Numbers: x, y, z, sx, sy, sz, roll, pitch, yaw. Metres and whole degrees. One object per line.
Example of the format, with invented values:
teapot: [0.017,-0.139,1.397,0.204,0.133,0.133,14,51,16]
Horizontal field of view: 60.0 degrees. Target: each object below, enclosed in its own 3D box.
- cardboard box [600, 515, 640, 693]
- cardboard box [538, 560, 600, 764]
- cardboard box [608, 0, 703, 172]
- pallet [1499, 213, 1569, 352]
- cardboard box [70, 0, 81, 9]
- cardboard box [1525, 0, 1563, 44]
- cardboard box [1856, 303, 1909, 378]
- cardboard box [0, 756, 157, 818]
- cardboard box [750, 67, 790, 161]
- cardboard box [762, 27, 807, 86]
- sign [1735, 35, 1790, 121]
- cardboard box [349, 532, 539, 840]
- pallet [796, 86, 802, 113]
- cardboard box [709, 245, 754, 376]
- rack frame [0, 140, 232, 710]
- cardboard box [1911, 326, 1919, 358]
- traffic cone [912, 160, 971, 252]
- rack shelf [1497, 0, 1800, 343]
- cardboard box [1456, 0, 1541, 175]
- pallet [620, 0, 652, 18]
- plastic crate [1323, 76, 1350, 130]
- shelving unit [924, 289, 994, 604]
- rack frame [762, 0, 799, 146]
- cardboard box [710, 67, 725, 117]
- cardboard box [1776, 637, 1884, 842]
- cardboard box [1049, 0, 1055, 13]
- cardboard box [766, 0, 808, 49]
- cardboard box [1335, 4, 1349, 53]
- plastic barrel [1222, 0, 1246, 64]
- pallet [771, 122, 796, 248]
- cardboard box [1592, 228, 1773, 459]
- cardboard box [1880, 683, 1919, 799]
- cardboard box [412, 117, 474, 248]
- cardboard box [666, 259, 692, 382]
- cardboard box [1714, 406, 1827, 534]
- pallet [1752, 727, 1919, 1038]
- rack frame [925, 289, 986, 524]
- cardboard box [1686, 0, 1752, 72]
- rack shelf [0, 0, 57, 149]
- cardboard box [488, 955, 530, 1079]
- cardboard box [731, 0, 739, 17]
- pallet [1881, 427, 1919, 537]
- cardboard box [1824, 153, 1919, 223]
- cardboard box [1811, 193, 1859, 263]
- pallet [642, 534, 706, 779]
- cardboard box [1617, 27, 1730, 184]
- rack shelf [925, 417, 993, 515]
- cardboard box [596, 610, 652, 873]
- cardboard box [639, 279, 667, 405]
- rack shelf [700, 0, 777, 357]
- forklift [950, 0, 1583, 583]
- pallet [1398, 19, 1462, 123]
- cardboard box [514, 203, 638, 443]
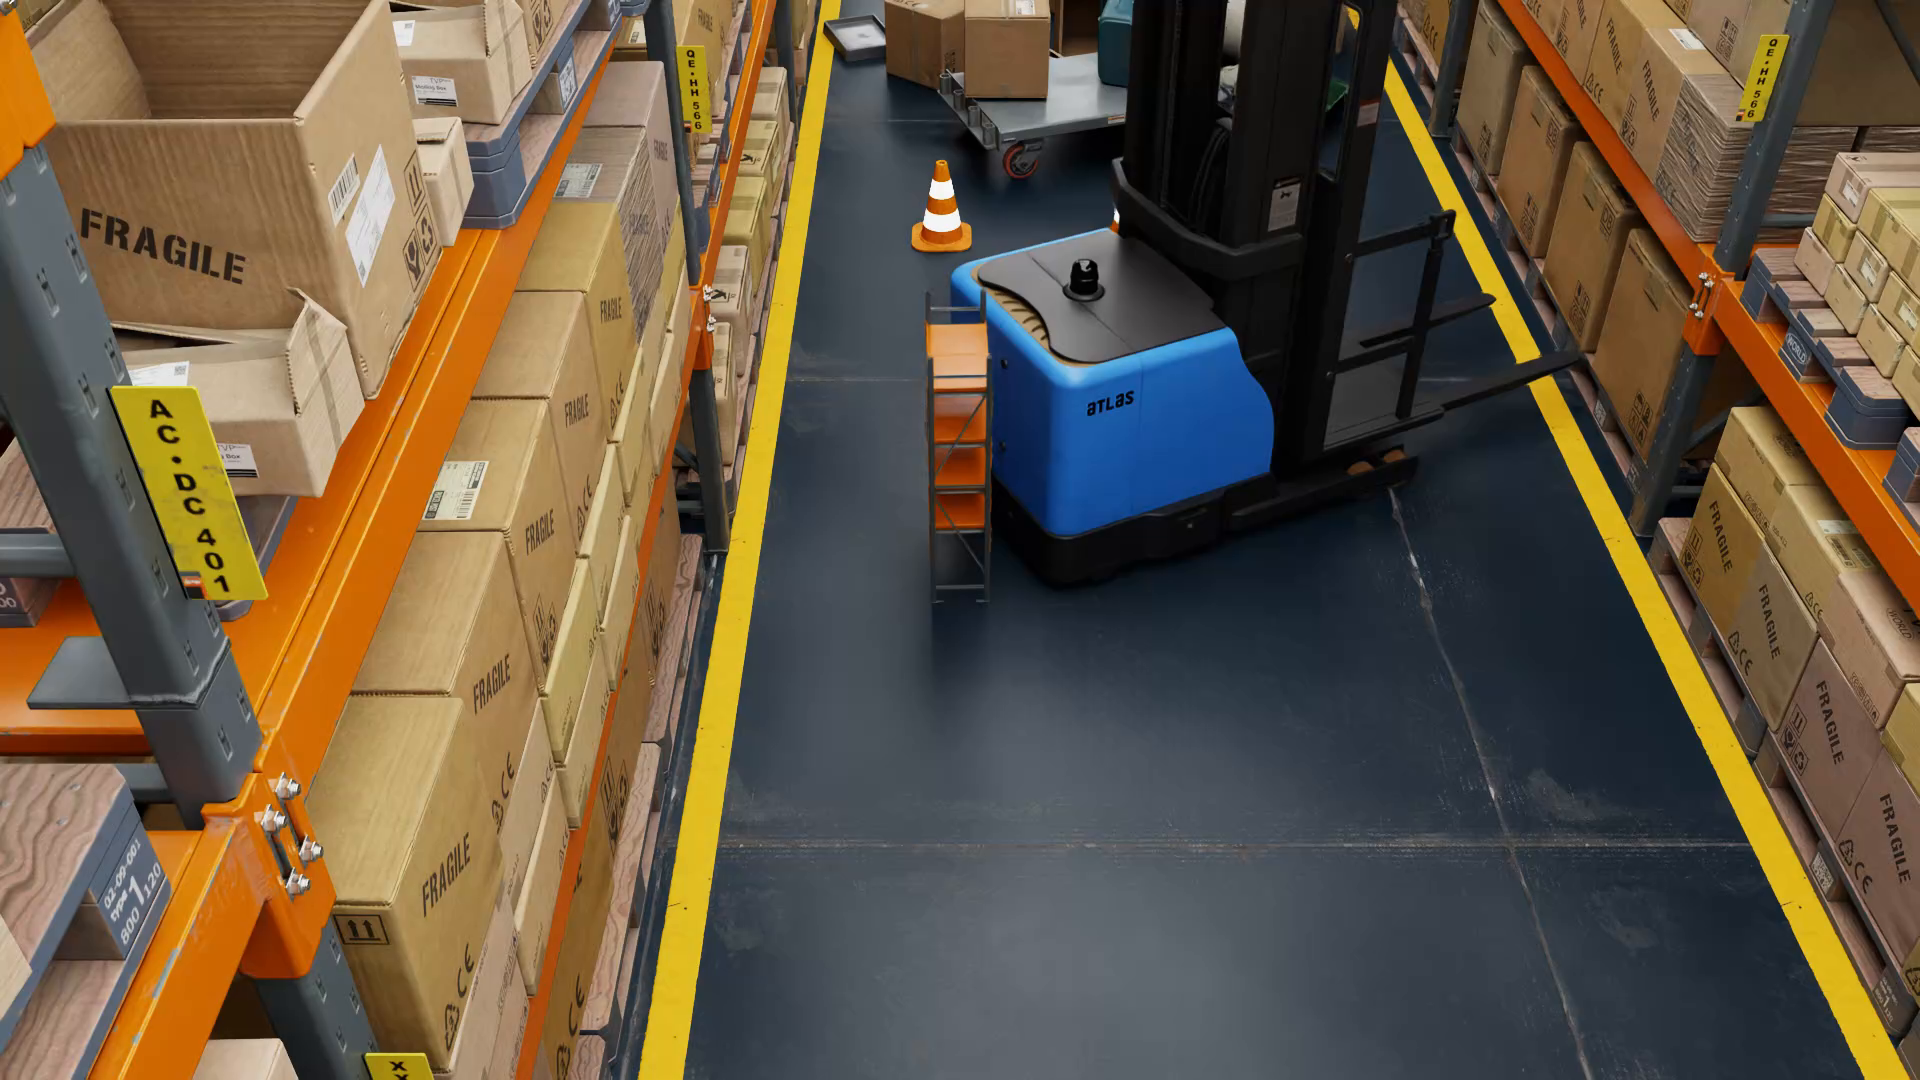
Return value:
cardboard box: [-1.210,0.180,4.747,0.500,0.250,0.500,-1,39,-1]
cardboard box: [-1.217,0.300,4.198,0.500,0.250,0.500,0,39,1]
cardboard box: [-1.270,-1.749,6.380,0.500,0.500,0.500,-1,39,-1]
pallet: [3.525,-1.381,8.804,1.003,0.211,1.213,0,39,0]
cardboard box: [-6.170,-3.676,11.302,0.500,0.250,0.500,1,39,1]
cardboard box: [3.176,-2.798,8.263,0.500,0.500,0.500,0,39,0]
cardboard box: [3.249,-0.664,5.546,0.380,0.149,0.250,2,39,2]
cardboard box: [-1.747,0.645,3.167,0.500,0.500,0.500,1,39,1]
cardboard box: [-1.502,-2.460,9.687,0.950,0.372,0.625,0,39,1]
cardboard box: [-1.236,-3.110,10.595,0.500,0.250,0.500,-2,39,-2]
sign: [2.894,-1.664,6.002,0.100,0.325,0.005,0,39,0]
cardboard box: [-1.237,0.330,3.560,0.500,0.500,0.500,0,39,0]
pallet: [-1.541,-2.981,10.802,1.003,0.211,1.213,0,39,0]
cardboard box: [-1.500,-1.102,7.991,0.950,0.372,0.625,-1,39,-1]
rack frame: [-1.496,-0.988,1.287,1.000,3.000,0.127,0,39,0]
cardboard box: [3.256,-0.600,5.228,0.380,0.149,0.250,0,39,0]
traffic cone: [-0.104,-1.885,9.233,0.336,0.463,0.334,0,39,0]
rack shelf: [3.447,-2.185,8.153,1.077,0.370,4.000,0,39,0]
cardboard box: [3.536,-2.614,9.577,1.050,0.750,0.750,0,39,0]
pallet: [-1.447,-1.842,4.903,1.213,0.211,1.003,2,39,2]
plastic crate: [2.135,-2.749,10.485,0.450,0.188,0.662,27,45,16]
shelving unit: [-0.008,-0.362,6.742,0.258,1.200,0.503,-1,39,-2]
rack frame: [-1.505,-3.650,9.406,1.000,3.000,0.127,0,39,0]
cardboard box: [-1.215,-1.938,7.134,0.380,0.149,0.250,0,39,0]
cardboard box: [3.205,0.674,5.673,0.500,0.500,0.500,-1,39,-1]
cardboard box: [1.024,-4.080,11.939,0.797,0.503,0.637,-28,46,-30]
cardboard box: [-1.236,-3.402,10.360,0.500,0.500,0.500,2,39,2]
cardboard box: [2.417,-3.712,11.480,0.500,0.500,0.500,6,39,8]
plastic barrel: [1.910,-3.419,11.178,0.512,0.421,0.421,28,46,30]
pallet: [-1.503,-2.075,9.670,1.003,0.211,1.213,0,39,0]
cardboard box: [3.539,-0.882,7.415,1.050,0.750,0.750,-1,39,-1]
cardboard box: [3.198,0.688,5.057,0.500,0.250,0.500,-2,39,-2]
cardboard box: [-1.147,-0.682,3.154,0.380,0.166,0.250,-3,39,-3]
cardboard box: [-1.240,-0.774,5.937,0.500,0.250,0.500,-1,39,-2]
cardboard box: [3.208,-0.265,6.245,0.500,0.250,0.500,-2,39,-2]
pallet: [3.447,1.123,5.680,1.003,0.211,1.213,0,39,0]
rack frame: [-0.017,-0.514,6.932,0.240,1.200,0.015,-1,39,-2]
cardboard box: [3.457,-2.241,6.769,0.700,0.500,0.500,-1,39,-1]
rack shelf: [-1.498,-1.802,3.198,1.077,0.370,4.000,0,39,0]
cardboard box: [-1.232,1.136,3.553,0.500,0.250,0.500,-1,39,-1]
cardboard box: [-1.277,-2.720,7.591,0.500,0.500,0.500,-1,39,-2]
pallet: [3.493,0.098,4.883,1.003,0.211,1.213,0,39,0]
cardboard box: [3.256,-1.221,5.765,0.380,0.149,0.250,0,39,0]
cardboard box: [3.249,-1.095,5.845,0.380,0.149,0.250,2,39,2]
pallet: [-1.575,0.433,6.541,1.003,0.211,1.213,0,39,0]
cardboard box: [3.181,-1.847,7.077,0.500,0.500,0.500,0,39,0]
rack shelf: [-0.008,-0.309,6.784,0.258,0.148,0.480,-1,39,-2]
cardboard box: [-1.586,0.507,5.582,0.875,0.875,0.875,0,39,1]
cardboard box: [-1.242,-0.661,5.397,0.500,0.250,0.500,-1,39,-1]
rack shelf: [-1.503,-2.118,8.070,1.077,0.370,4.000,0,39,0]
forklift: [1.496,-1.606,6.911,3.031,2.935,1.130,-18,42,-21]
pallet: [3.522,-3.104,10.954,1.003,0.211,1.213,0,39,0]
cardboard box: [-1.236,-0.623,4.749,0.500,0.500,0.500,0,39,0]
